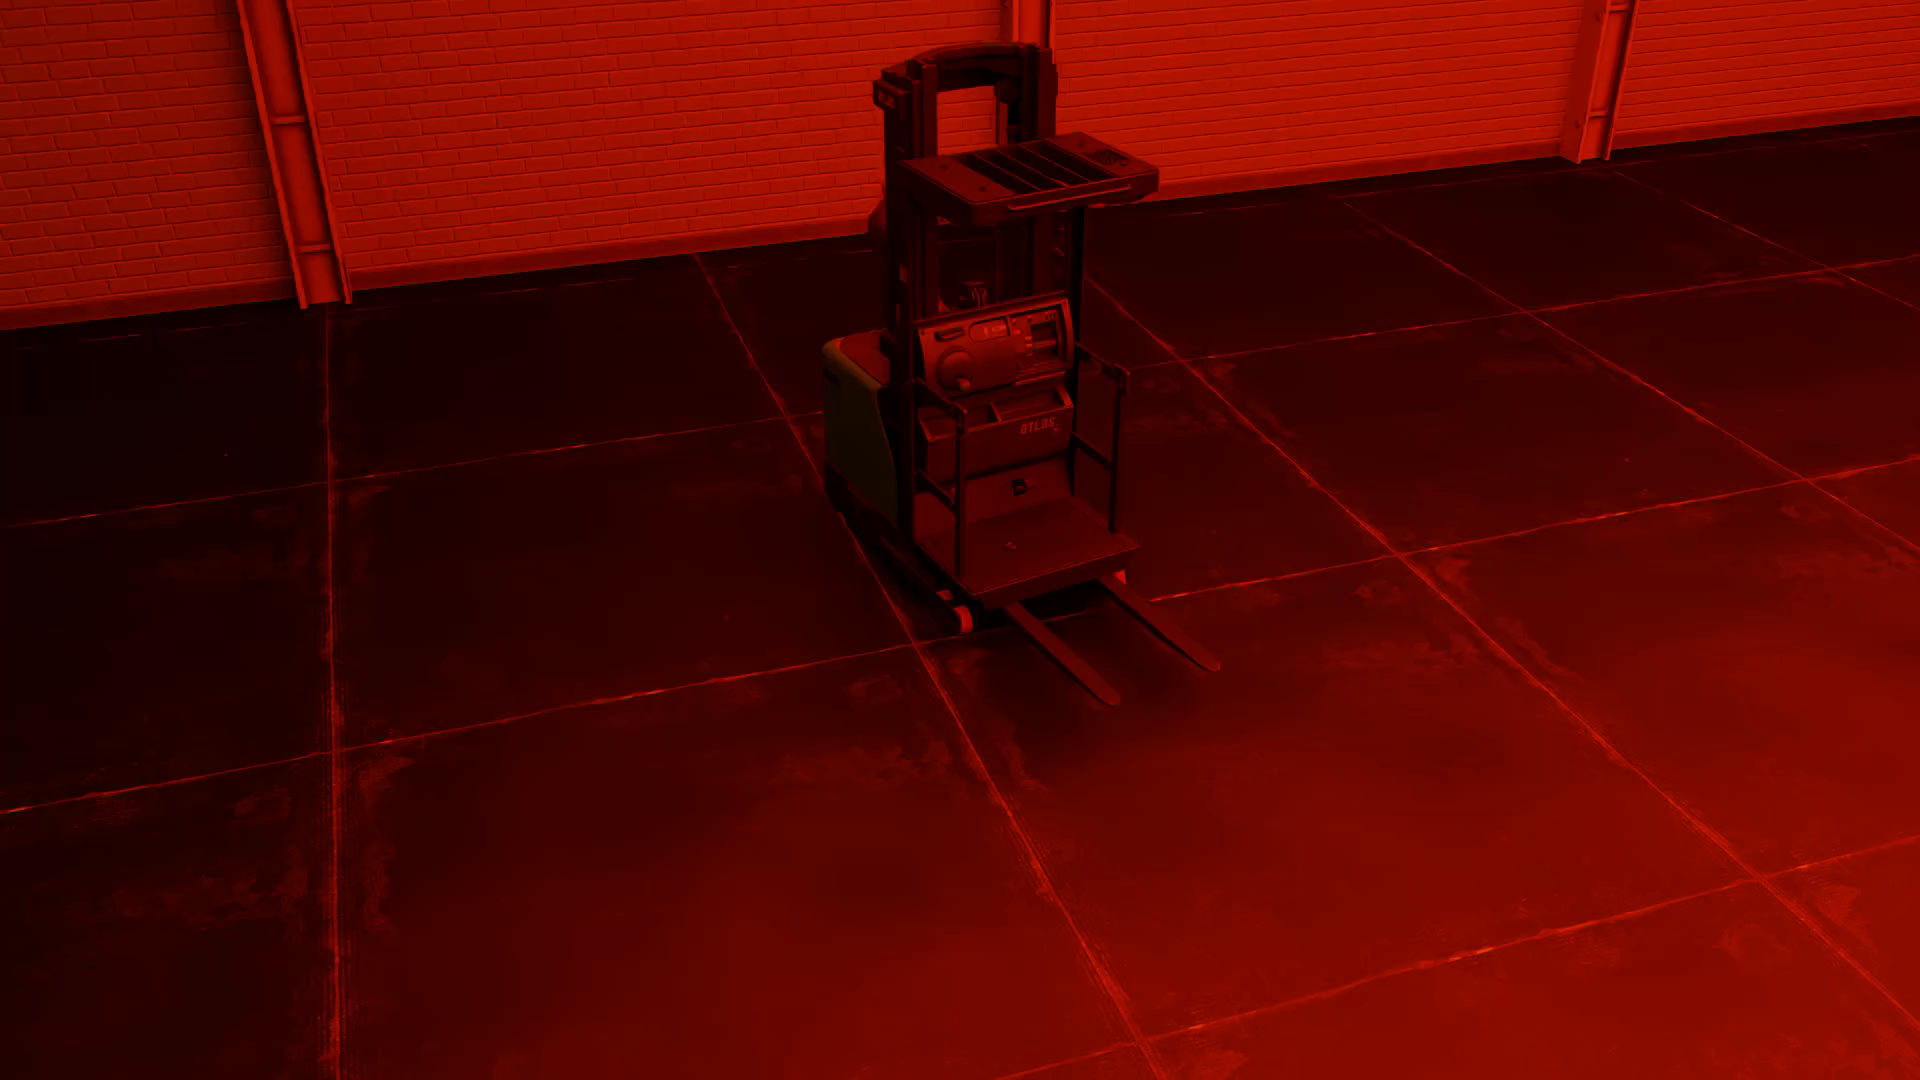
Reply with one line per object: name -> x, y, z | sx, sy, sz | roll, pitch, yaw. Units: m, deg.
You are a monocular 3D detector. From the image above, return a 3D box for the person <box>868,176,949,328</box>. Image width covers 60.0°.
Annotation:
person -> -0.389, -1.693, 11.329 | 0.636, 1.663, 0.976 | -7, 31, -11

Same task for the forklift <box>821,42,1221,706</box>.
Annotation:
forklift -> 0.305, -1.005, 8.834 | 1.130, 2.935, 3.031 | -15, 33, -25
